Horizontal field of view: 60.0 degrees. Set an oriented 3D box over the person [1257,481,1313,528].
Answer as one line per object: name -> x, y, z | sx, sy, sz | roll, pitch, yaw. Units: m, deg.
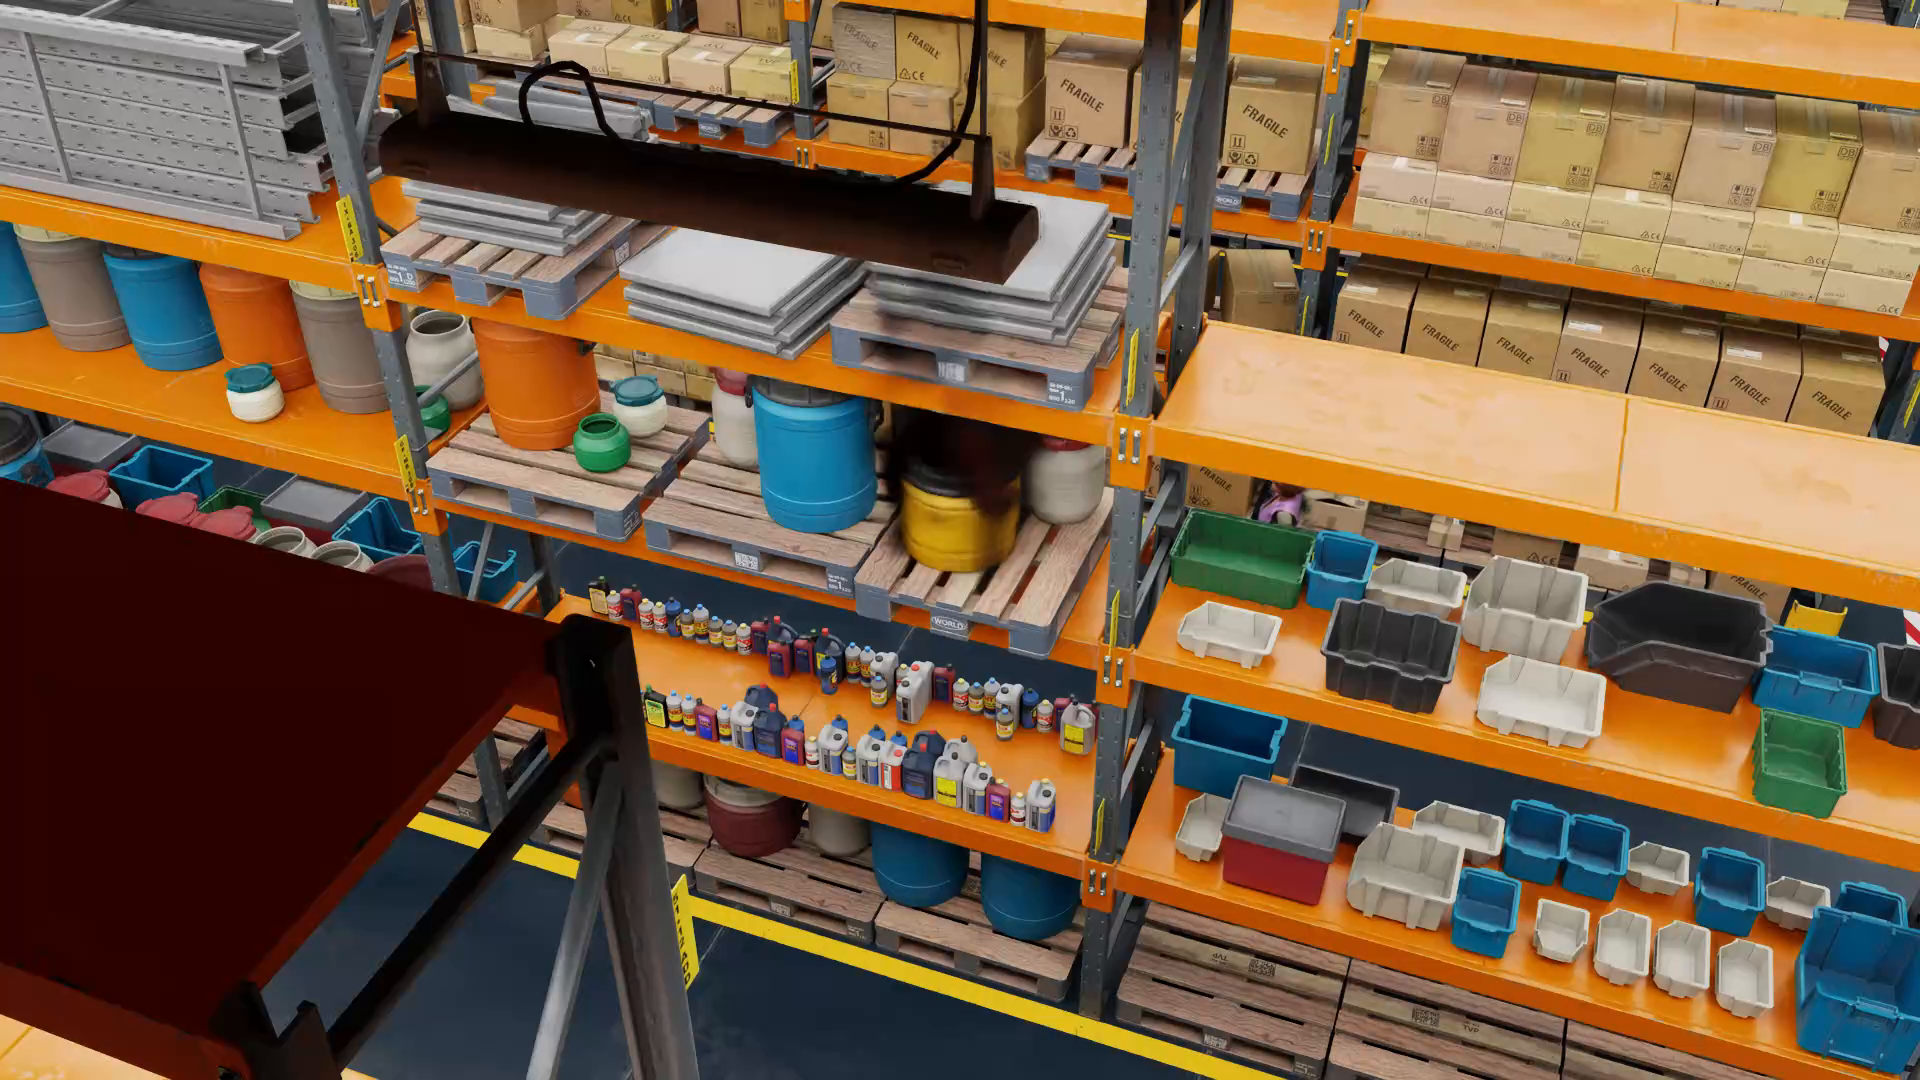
person -> 2.110, 0.153, 11.388 | 0.603, 1.630, 0.521 | 5, 37, 7
